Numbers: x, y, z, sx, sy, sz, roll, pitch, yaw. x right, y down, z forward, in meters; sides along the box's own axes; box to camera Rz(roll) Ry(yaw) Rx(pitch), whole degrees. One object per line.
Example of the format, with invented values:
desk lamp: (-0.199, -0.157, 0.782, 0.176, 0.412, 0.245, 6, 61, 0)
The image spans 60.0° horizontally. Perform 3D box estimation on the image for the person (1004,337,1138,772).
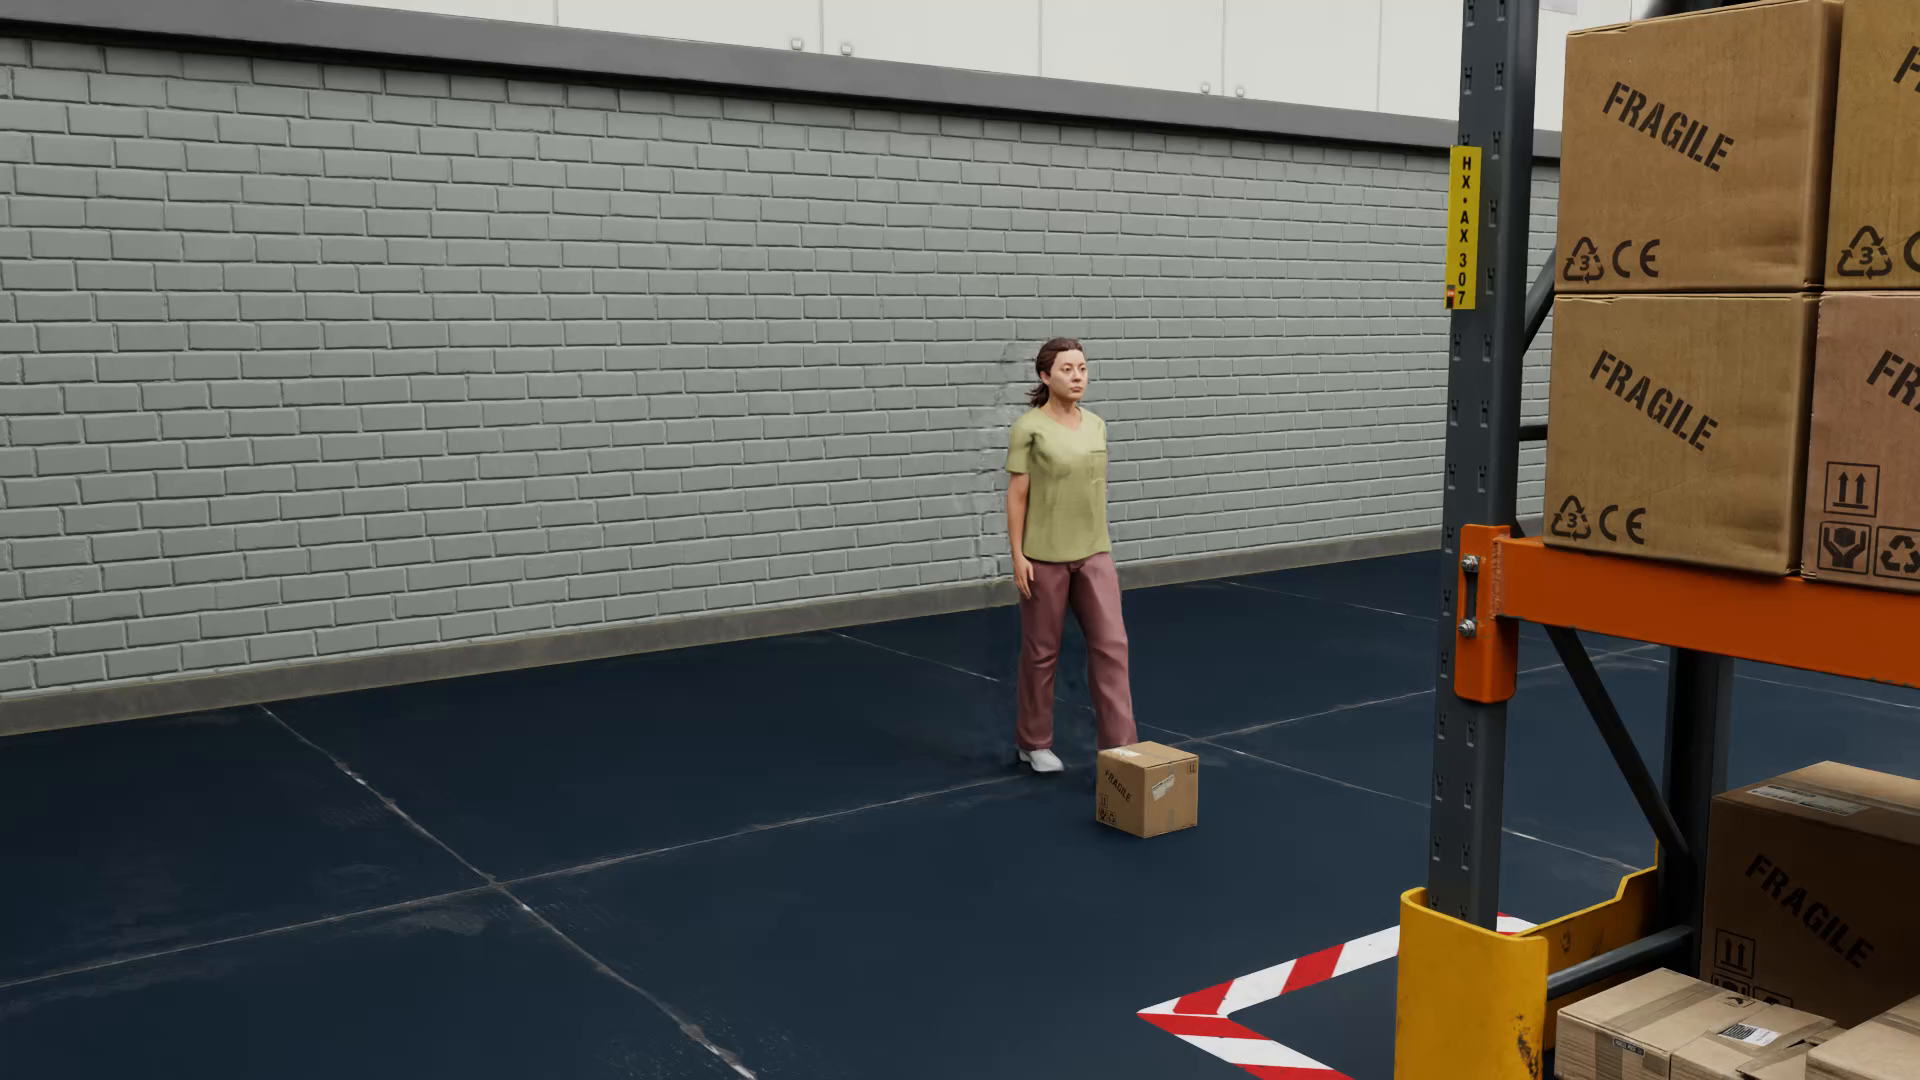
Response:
person: (0.432, 0.084, 6.158, 0.447, 1.656, 0.735, -3, 9, -22)
